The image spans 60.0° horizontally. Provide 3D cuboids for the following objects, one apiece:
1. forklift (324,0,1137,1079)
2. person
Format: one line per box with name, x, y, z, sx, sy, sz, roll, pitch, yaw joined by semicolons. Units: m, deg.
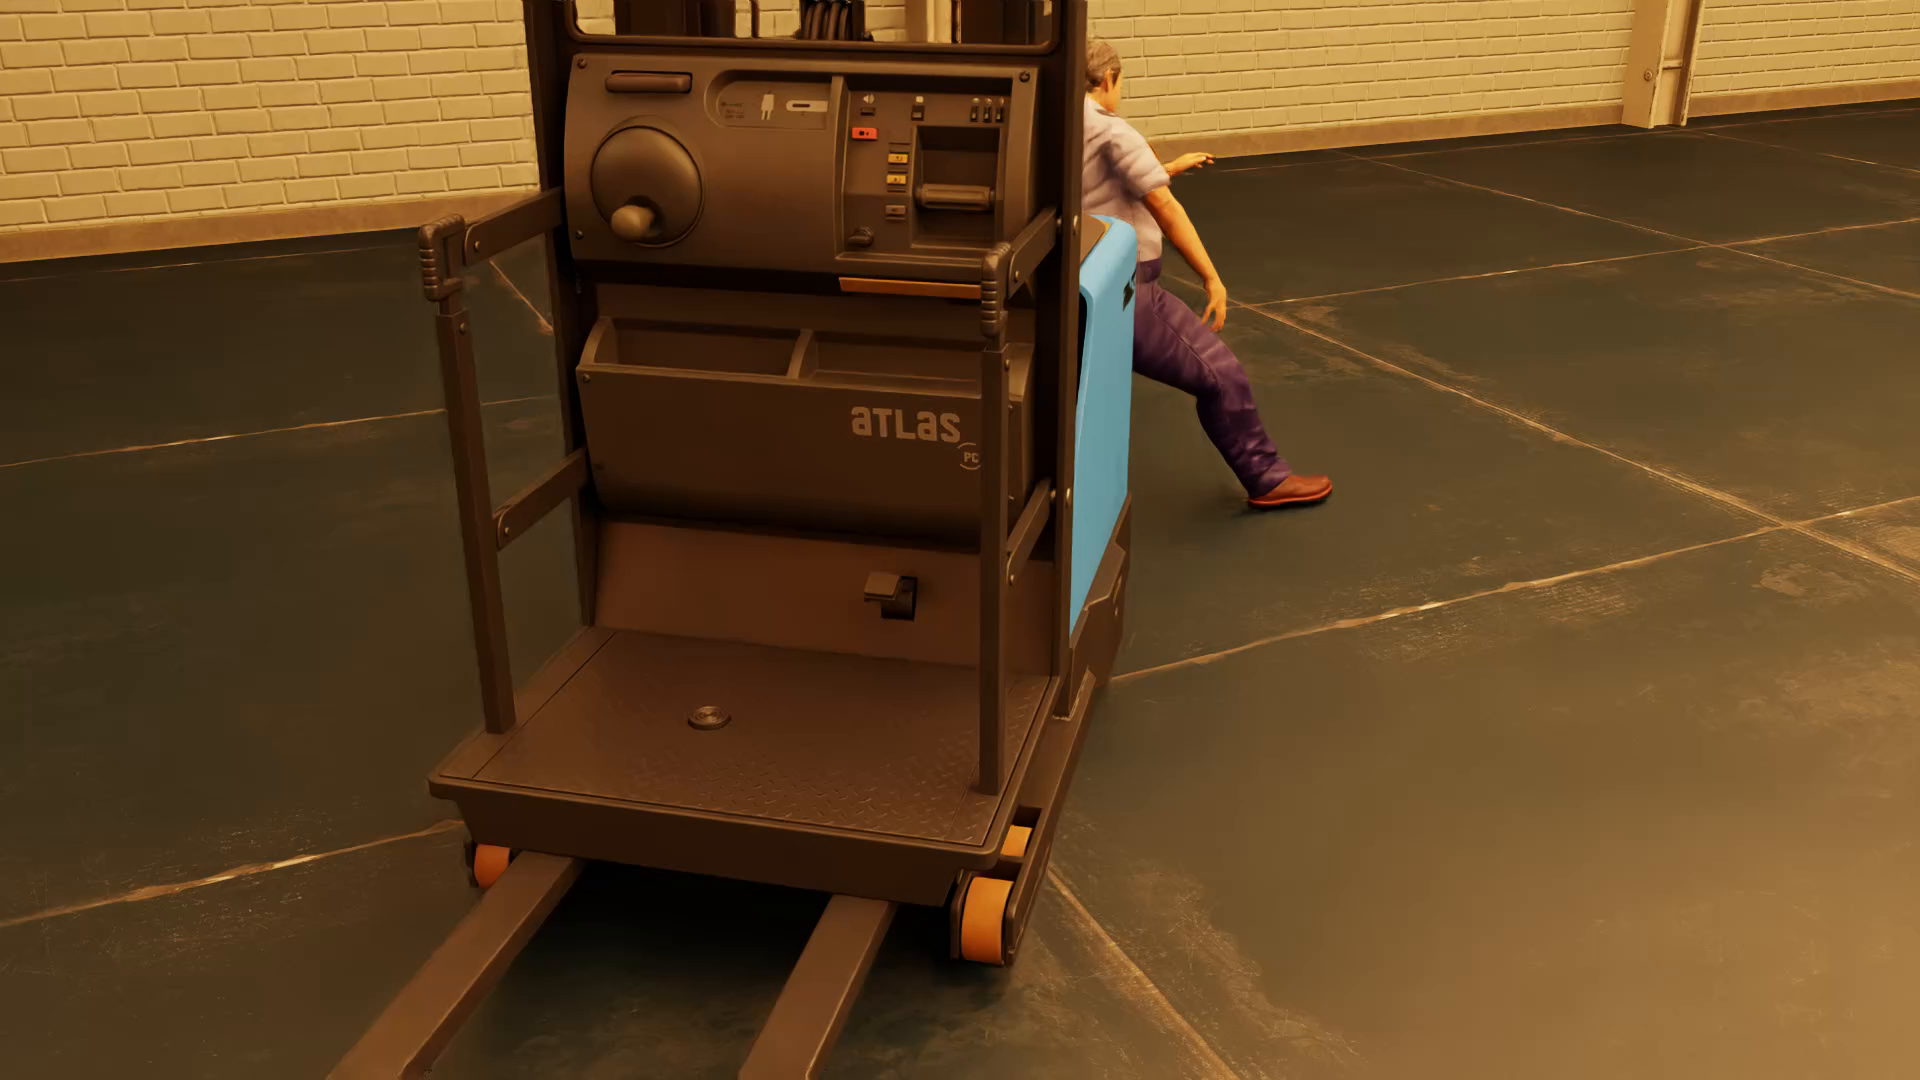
forklift;-0.362;-0.706;2.986;1.130;2.935;3.031;5;23;12
person;0.537;-0.824;5.211;1.030;1.427;0.958;-16;27;-34
